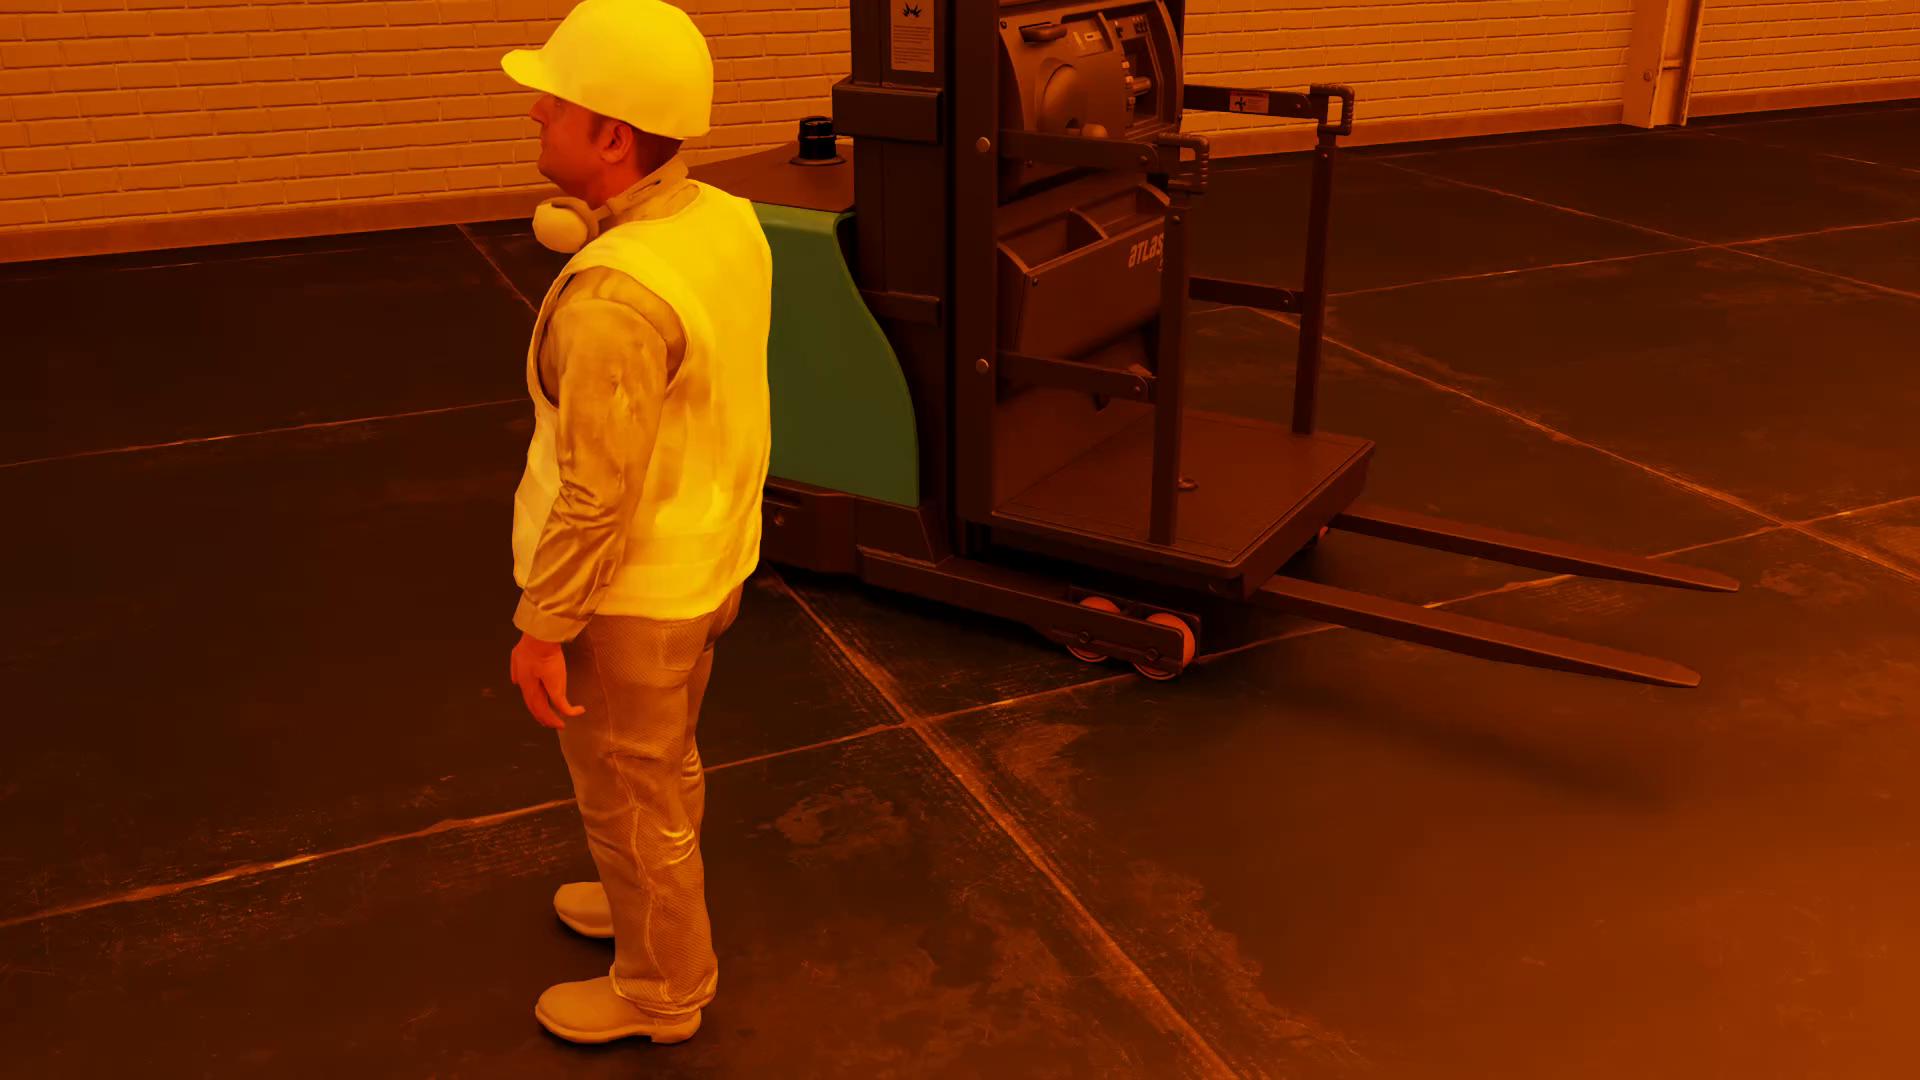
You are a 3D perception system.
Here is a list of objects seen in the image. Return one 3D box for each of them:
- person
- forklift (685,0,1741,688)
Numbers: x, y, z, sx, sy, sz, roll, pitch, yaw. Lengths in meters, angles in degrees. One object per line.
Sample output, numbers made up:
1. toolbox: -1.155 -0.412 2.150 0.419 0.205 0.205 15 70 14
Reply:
1. person: -0.582 0.039 2.681 0.570 1.773 0.630 5 23 12
2. forklift: 0.534 -1.229 4.245 3.031 2.935 1.130 13 26 29
